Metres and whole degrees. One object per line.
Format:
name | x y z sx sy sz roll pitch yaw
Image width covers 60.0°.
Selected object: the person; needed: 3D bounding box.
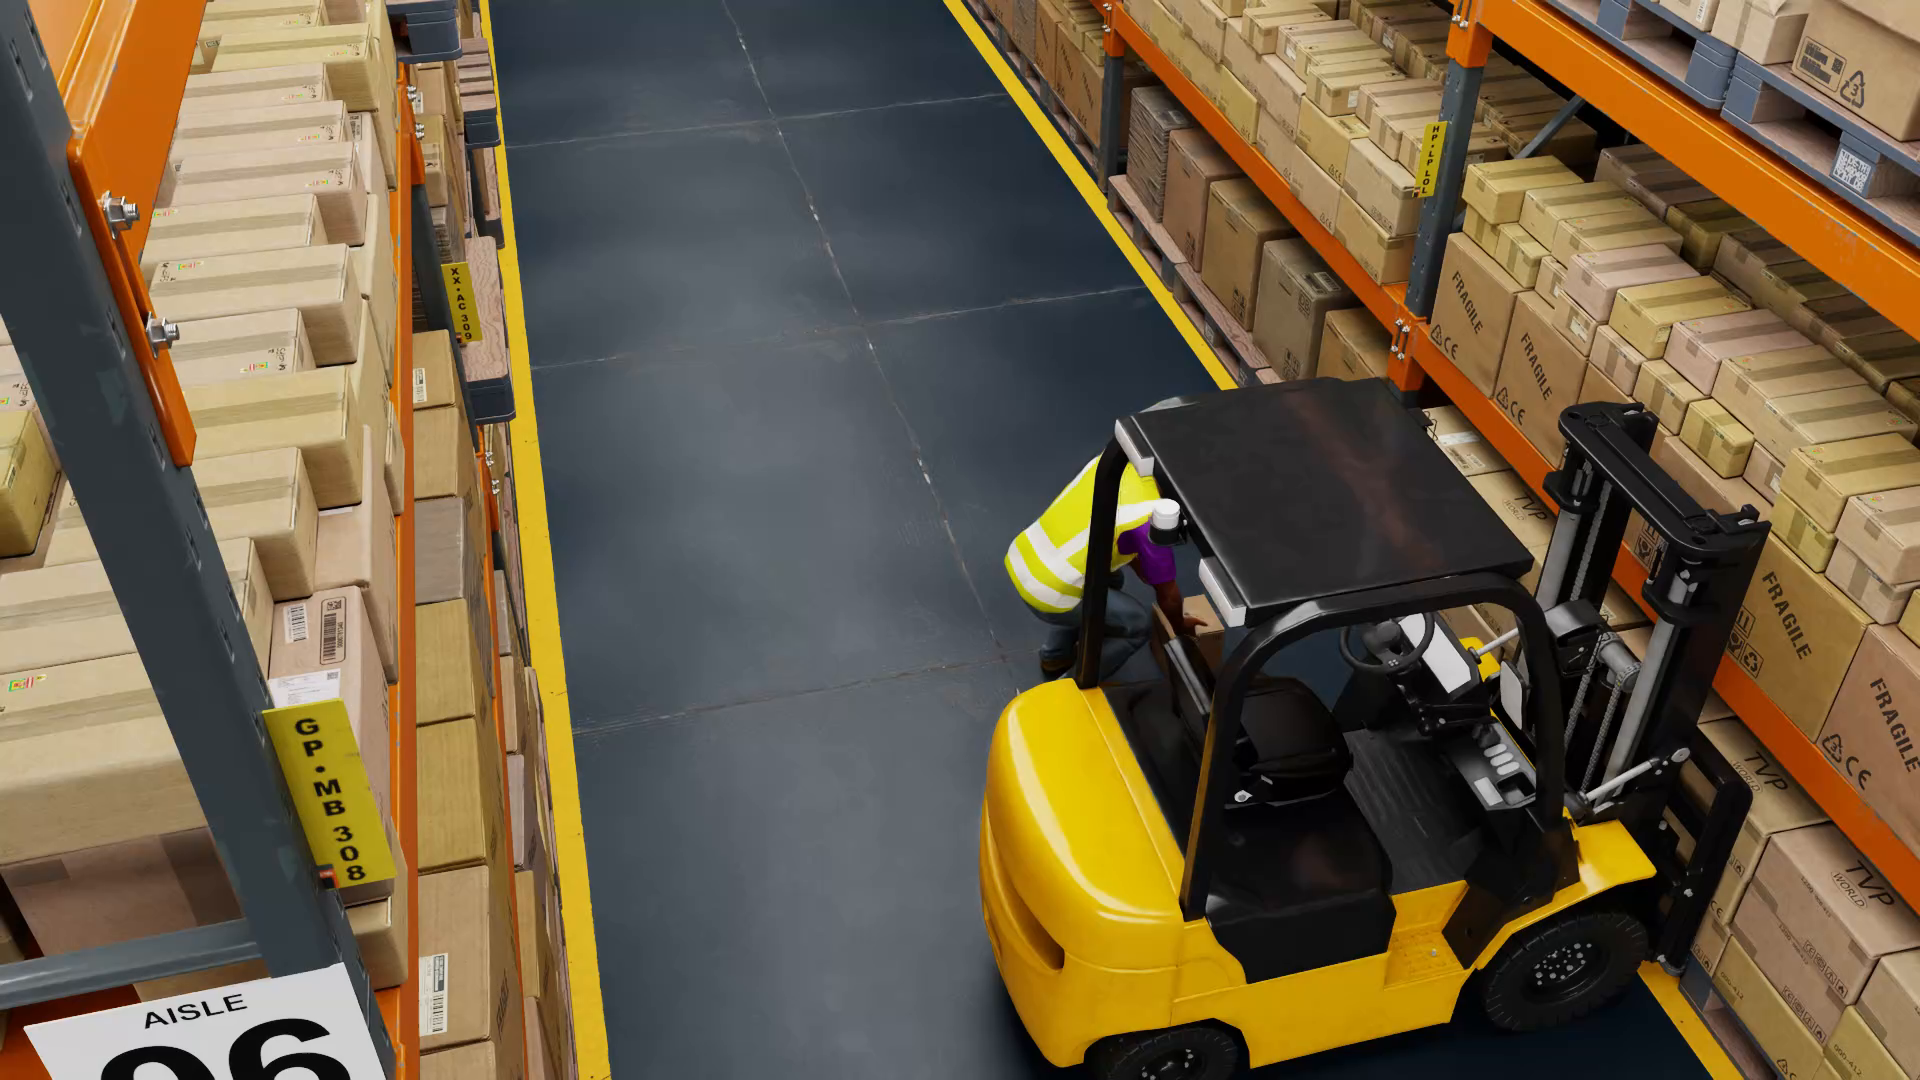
person | 0.610 0.112 7.040 0.856 1.167 0.615 -9 39 -12
